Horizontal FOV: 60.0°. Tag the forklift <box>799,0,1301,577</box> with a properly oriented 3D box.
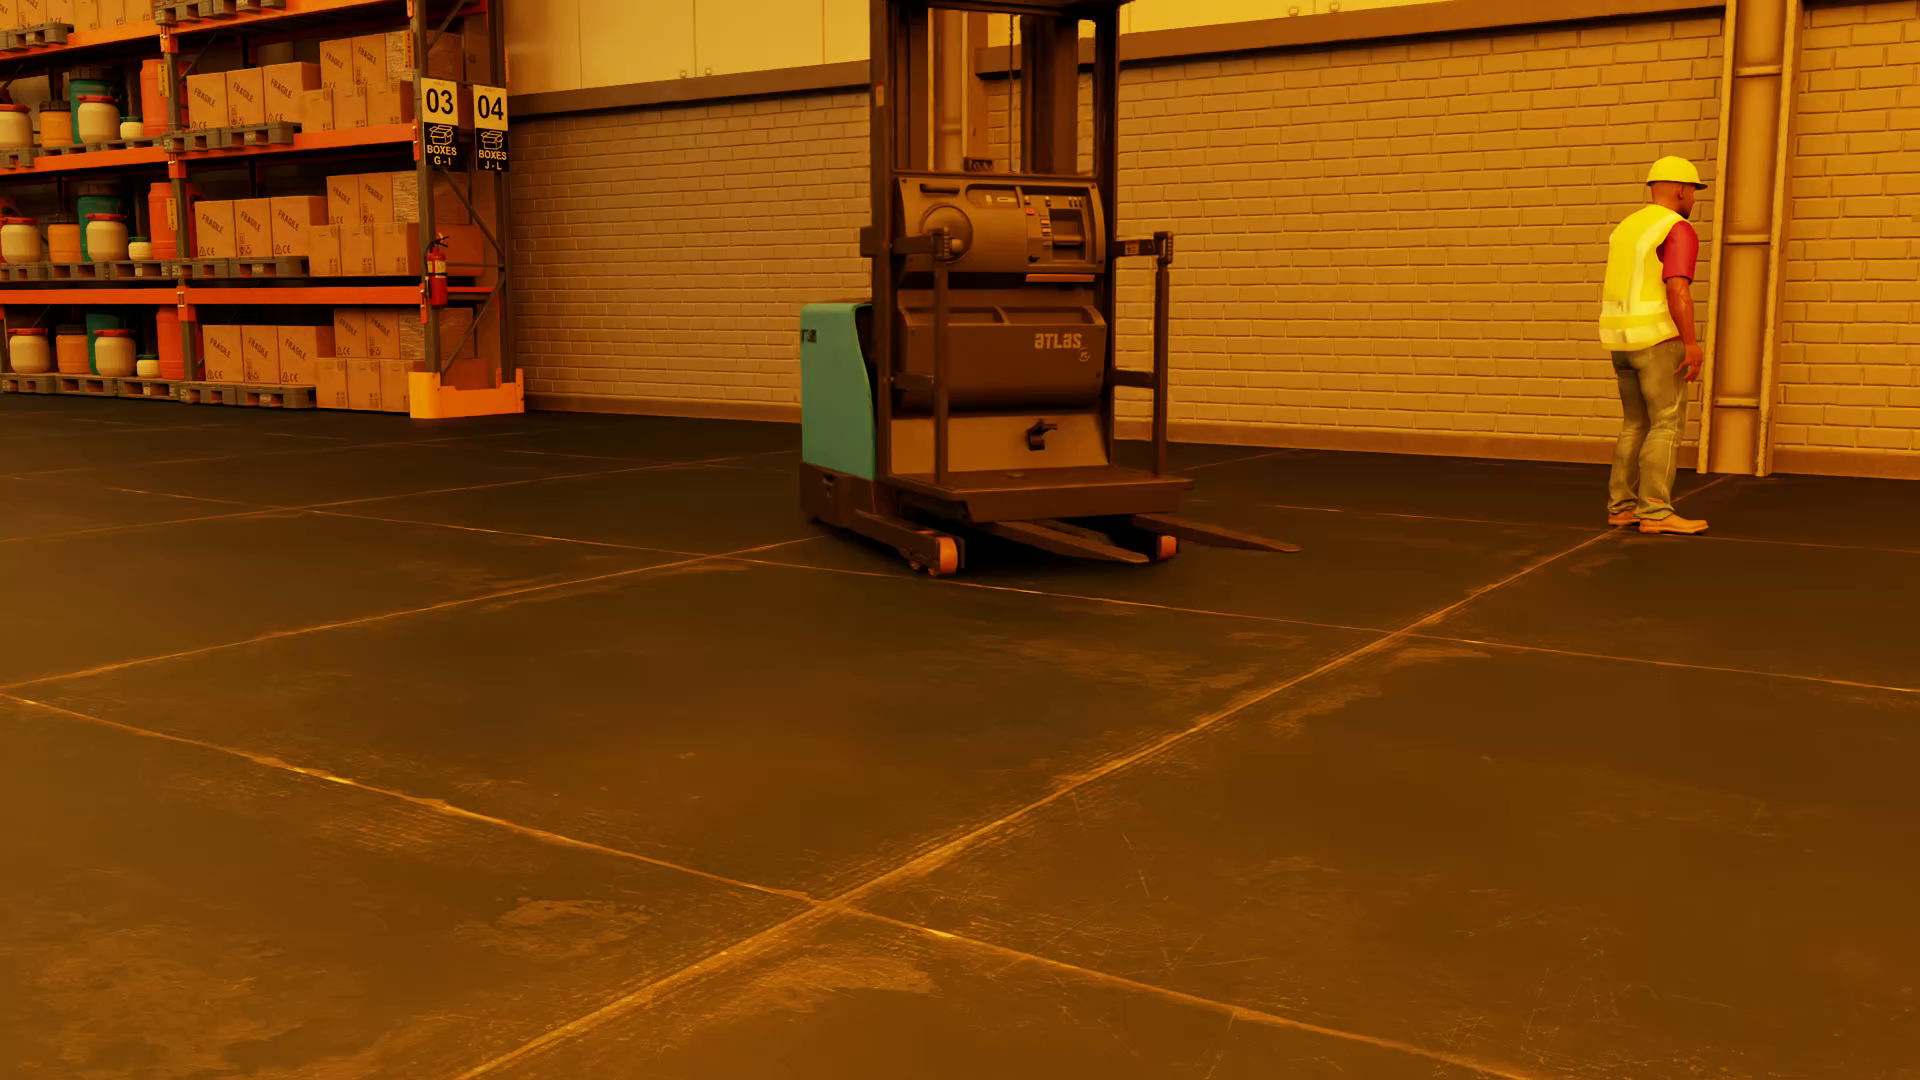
[{"bbox_3d":[0.271,-1.371,6.837,1.130,2.935,3.031,-4,9,-24],"label":"forklift"}]

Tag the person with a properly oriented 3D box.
[{"bbox_3d":[3.302,-0.930,7.907,0.461,1.759,0.630,-1,8,-9],"label":"person"}]
